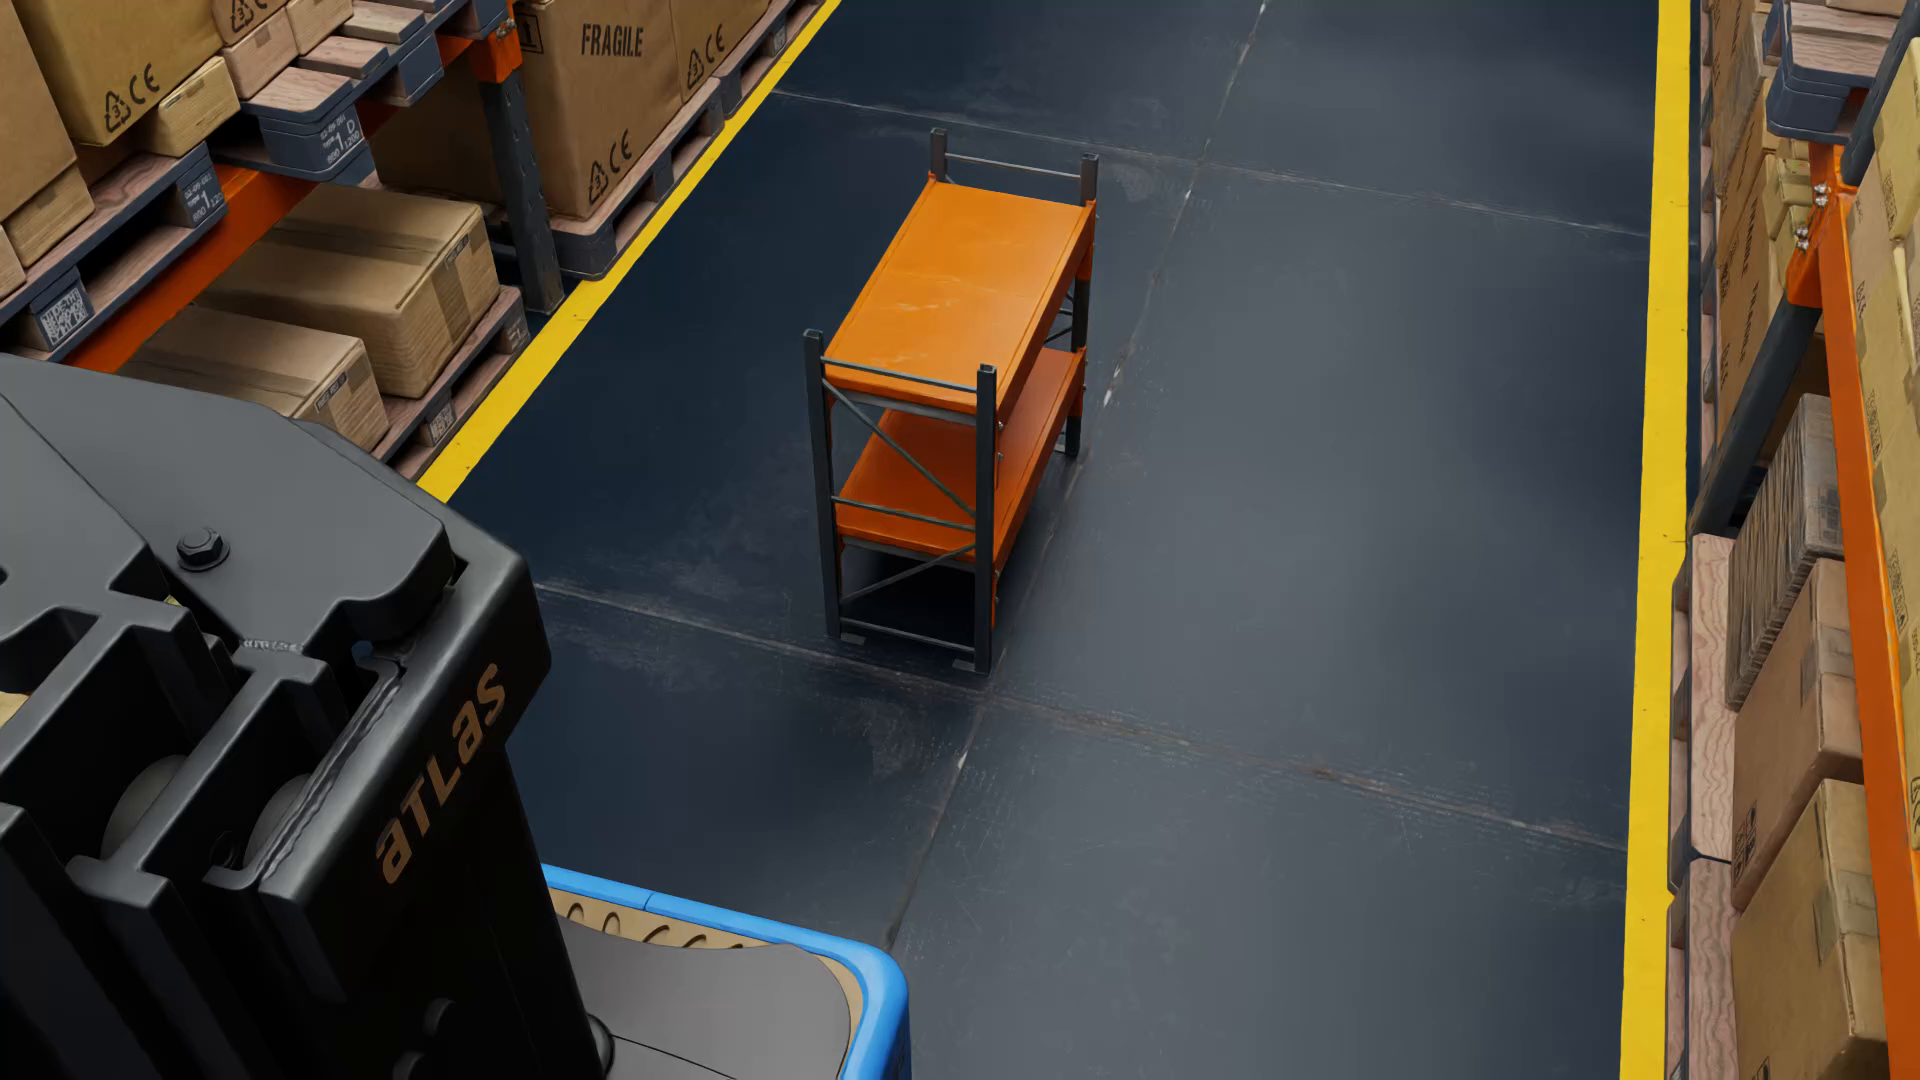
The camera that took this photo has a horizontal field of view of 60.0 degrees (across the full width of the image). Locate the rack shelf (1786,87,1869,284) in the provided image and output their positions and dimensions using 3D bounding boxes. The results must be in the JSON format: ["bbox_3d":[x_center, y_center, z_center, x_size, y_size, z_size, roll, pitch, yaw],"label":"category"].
[{"bbox_3d":[3.382,-2.059,5.724,1.077,0.370,4.000,13,46,13],"label":"rack shelf"}]

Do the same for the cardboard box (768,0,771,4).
[{"bbox_3d":[-1.122,-3.055,7.446,0.875,0.875,0.875,14,46,14],"label":"cardboard box"}]

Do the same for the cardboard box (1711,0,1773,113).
[{"bbox_3d":[3.319,-1.942,6.577,0.500,0.500,0.500,11,45,11],"label":"cardboard box"}]

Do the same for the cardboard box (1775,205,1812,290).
[{"bbox_3d":[2.684,-0.854,5.002,0.380,0.149,0.250,10,45,11],"label":"cardboard box"}]

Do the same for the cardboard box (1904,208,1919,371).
[{"bbox_3d":[2.256,-0.531,3.397,0.500,0.250,0.500,14,46,14],"label":"cardboard box"}]

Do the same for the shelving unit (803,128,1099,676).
[{"bbox_3d":[0.002,-0.407,4.861,0.538,1.125,1.048,13,46,13],"label":"shelving unit"}]

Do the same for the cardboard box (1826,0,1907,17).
[{"bbox_3d":[2.609,-1.562,4.581,0.380,0.149,0.250,13,46,13],"label":"cardboard box"}]

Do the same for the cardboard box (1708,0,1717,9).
[{"bbox_3d":[3.627,-2.631,7.281,0.500,0.500,0.500,14,46,14],"label":"cardboard box"}]

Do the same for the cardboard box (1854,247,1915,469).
[{"bbox_3d":[2.252,-0.351,3.571,0.500,0.250,0.500,12,46,12],"label":"cardboard box"}]

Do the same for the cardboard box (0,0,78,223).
[{"bbox_3d":[-2.292,-0.915,3.456,0.500,0.500,0.500,11,45,11],"label":"cardboard box"}]

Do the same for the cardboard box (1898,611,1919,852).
[{"bbox_3d":[1.944,0.339,2.866,0.500,0.250,0.500,14,46,14],"label":"cardboard box"}]

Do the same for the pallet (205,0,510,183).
[{"bbox_3d":[-2.070,-1.466,4.740,1.213,0.211,1.003,13,46,13],"label":"pallet"}]

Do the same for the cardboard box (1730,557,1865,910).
[{"bbox_3d":[2.384,0.566,3.925,0.875,0.625,0.625,14,46,14],"label":"cardboard box"}]

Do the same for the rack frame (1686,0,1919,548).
[{"bbox_3d":[2.776,-0.983,4.110,1.000,3.000,0.127,13,46,13],"label":"rack frame"}]

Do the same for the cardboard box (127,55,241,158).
[{"bbox_3d":[-2.030,-1.100,4.109,0.380,0.149,0.250,13,46,13],"label":"cardboard box"}]

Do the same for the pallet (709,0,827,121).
[{"bbox_3d":[-1.274,-2.355,7.506,1.003,0.211,1.213,13,46,13],"label":"pallet"}]

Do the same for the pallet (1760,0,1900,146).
[{"bbox_3d":[2.915,-1.381,4.654,1.213,0.211,1.003,13,46,13],"label":"pallet"}]

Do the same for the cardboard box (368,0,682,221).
[{"bbox_3d":[-1.667,-1.865,6.230,0.875,0.875,0.875,12,46,12],"label":"cardboard box"}]

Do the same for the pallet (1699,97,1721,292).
[{"bbox_3d":[3.410,-1.286,6.414,1.003,0.211,1.213,13,46,13],"label":"pallet"}]

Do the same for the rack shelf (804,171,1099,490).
[{"bbox_3d":[0.002,-0.616,4.656,0.538,0.278,1.000,13,46,13],"label":"rack shelf"}]

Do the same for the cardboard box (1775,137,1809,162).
[{"bbox_3d":[2.859,-1.209,5.364,0.380,0.149,0.250,11,45,11],"label":"cardboard box"}]

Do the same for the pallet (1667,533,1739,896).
[{"bbox_3d":[2.490,0.554,4.533,1.003,0.211,1.213,13,46,13],"label":"pallet"}]

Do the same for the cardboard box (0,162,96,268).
[{"bbox_3d":[-2.224,-0.774,3.776,0.380,0.149,0.250,11,45,11],"label":"cardboard box"}]

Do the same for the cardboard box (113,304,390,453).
[{"bbox_3d":[-2.352,-0.375,5.067,0.950,0.372,0.625,12,46,12],"label":"cardboard box"}]

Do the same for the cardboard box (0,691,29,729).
[{"bbox_3d":[-2.796,0.593,4.077,0.950,0.372,0.625,15,46,15],"label":"cardboard box"}]

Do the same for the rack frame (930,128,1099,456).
[{"bbox_3d":[0.156,-0.745,5.207,0.500,1.125,0.032,13,46,13],"label":"rack frame"}]

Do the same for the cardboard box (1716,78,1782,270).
[{"bbox_3d":[3.017,-1.248,5.867,0.500,0.500,0.500,14,46,14],"label":"cardboard box"}]

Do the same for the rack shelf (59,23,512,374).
[{"bbox_3d":[-2.561,-0.442,4.071,1.077,0.370,4.000,13,46,13],"label":"rack shelf"}]

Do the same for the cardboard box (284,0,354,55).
[{"bbox_3d":[-1.876,-1.452,4.469,0.380,0.149,0.250,12,46,12],"label":"cardboard box"}]

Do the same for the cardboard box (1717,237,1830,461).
[{"bbox_3d":[2.699,-0.567,5.172,0.500,0.500,0.500,14,46,14],"label":"cardboard box"}]

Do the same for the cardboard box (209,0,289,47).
[{"bbox_3d":[-1.974,-1.615,4.171,0.500,0.500,0.500,12,46,12],"label":"cardboard box"}]
